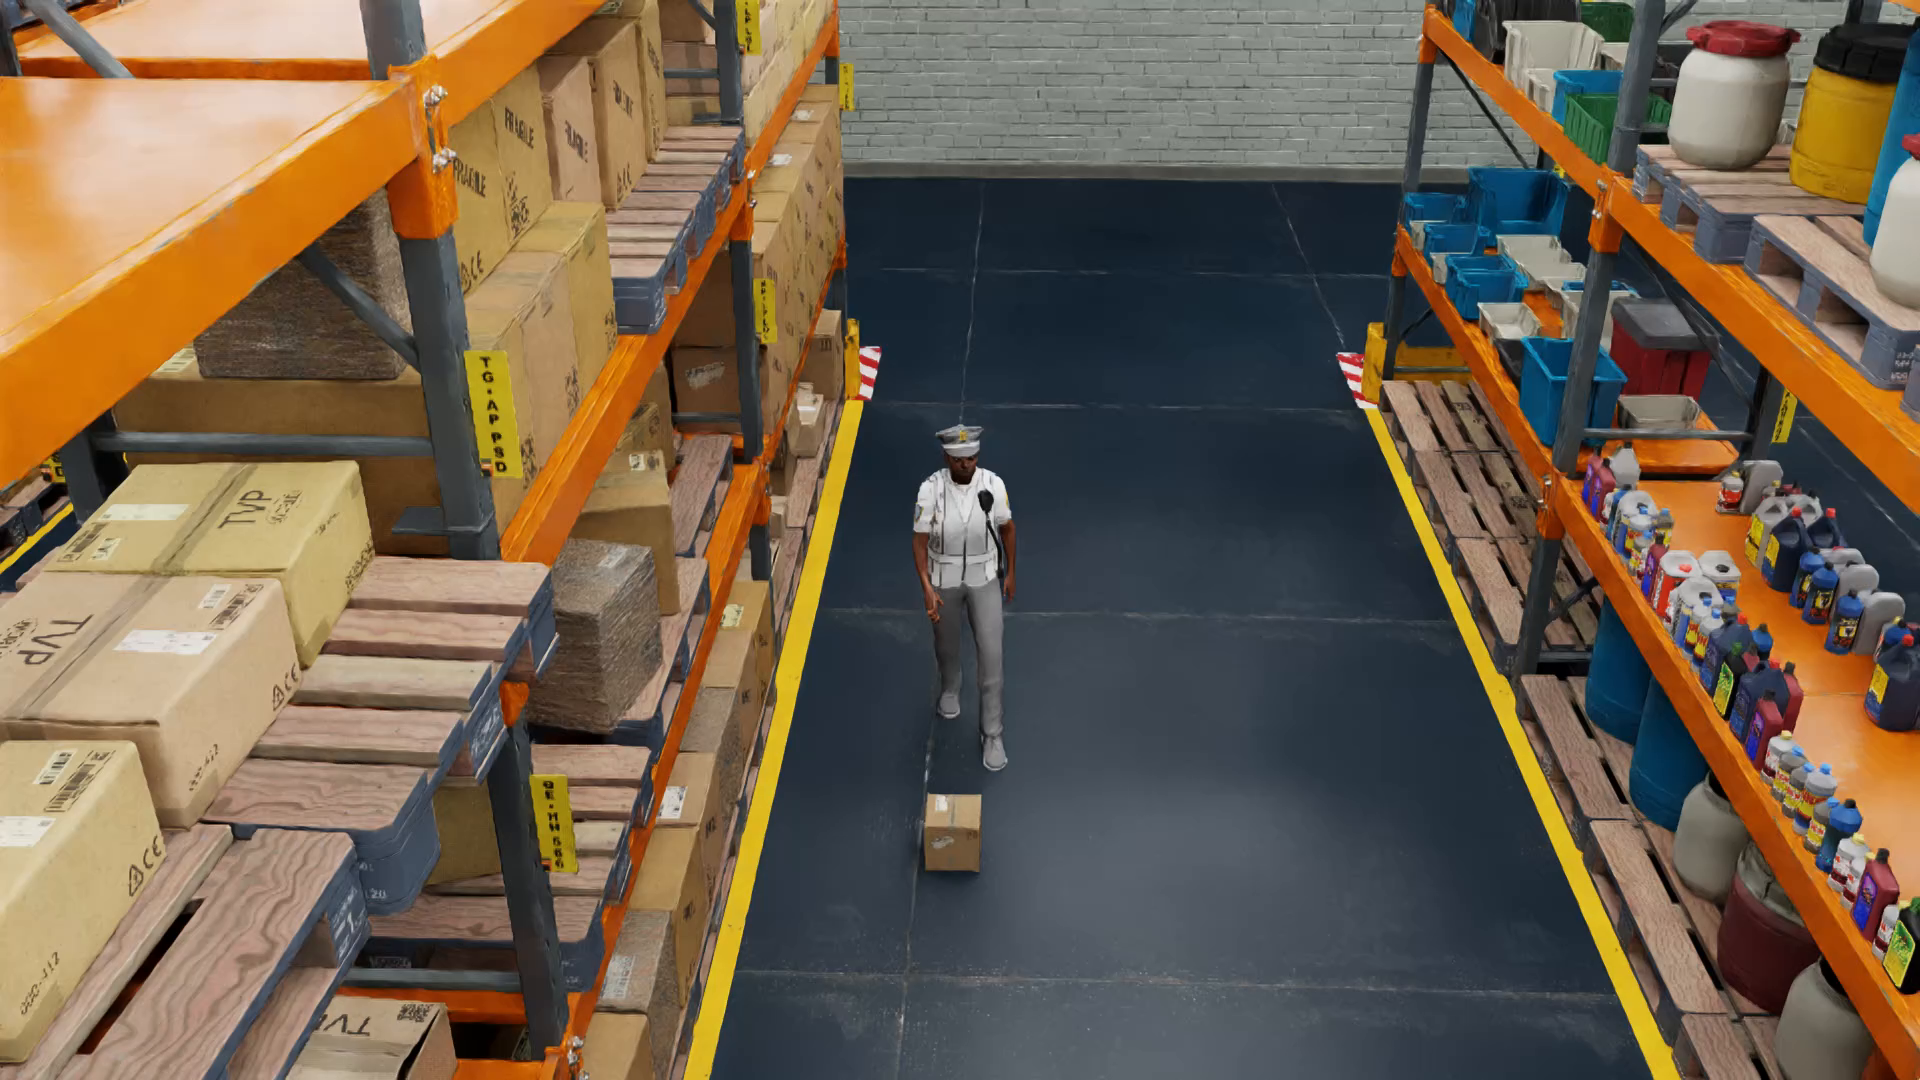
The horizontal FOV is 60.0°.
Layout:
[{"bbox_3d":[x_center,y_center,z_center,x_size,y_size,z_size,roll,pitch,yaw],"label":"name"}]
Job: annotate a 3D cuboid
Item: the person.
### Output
[{"bbox_3d":[0.032,0.239,8.158,0.522,1.673,0.768,-2,28,-3],"label":"person"}]
